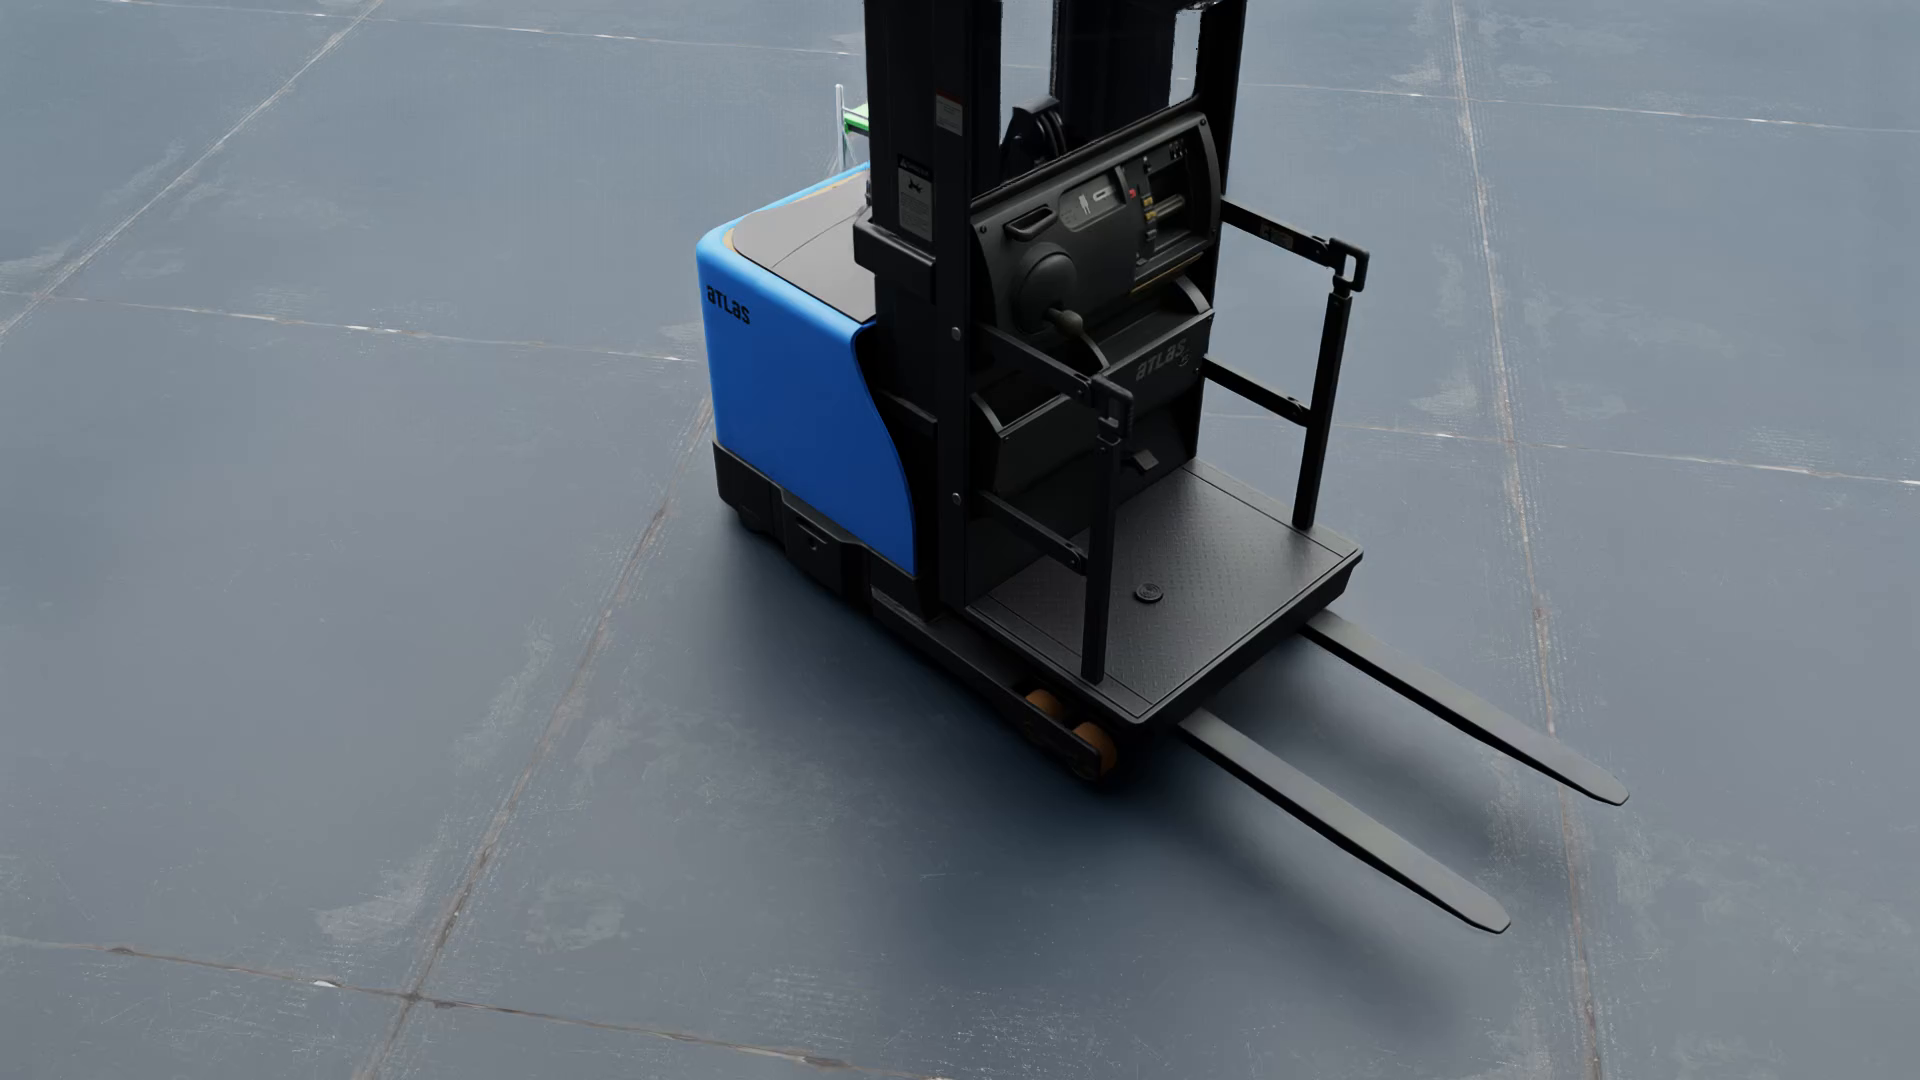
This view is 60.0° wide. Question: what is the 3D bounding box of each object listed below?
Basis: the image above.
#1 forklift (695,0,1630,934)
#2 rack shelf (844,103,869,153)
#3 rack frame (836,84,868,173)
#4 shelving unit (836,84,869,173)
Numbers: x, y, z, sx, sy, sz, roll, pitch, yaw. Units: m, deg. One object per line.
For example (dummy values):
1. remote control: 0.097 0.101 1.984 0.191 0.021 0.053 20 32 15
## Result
1. forklift: 0.540 -0.800 4.418 1.130 2.935 3.031 -32 49 -33
2. rack shelf: -0.179 -1.511 5.983 0.258 0.148 0.480 28 47 29
3. rack frame: -0.335 -1.070 6.103 0.240 1.200 0.015 28 47 29
4. shelving unit: -0.179 -1.190 6.248 0.258 1.200 0.503 28 47 29
